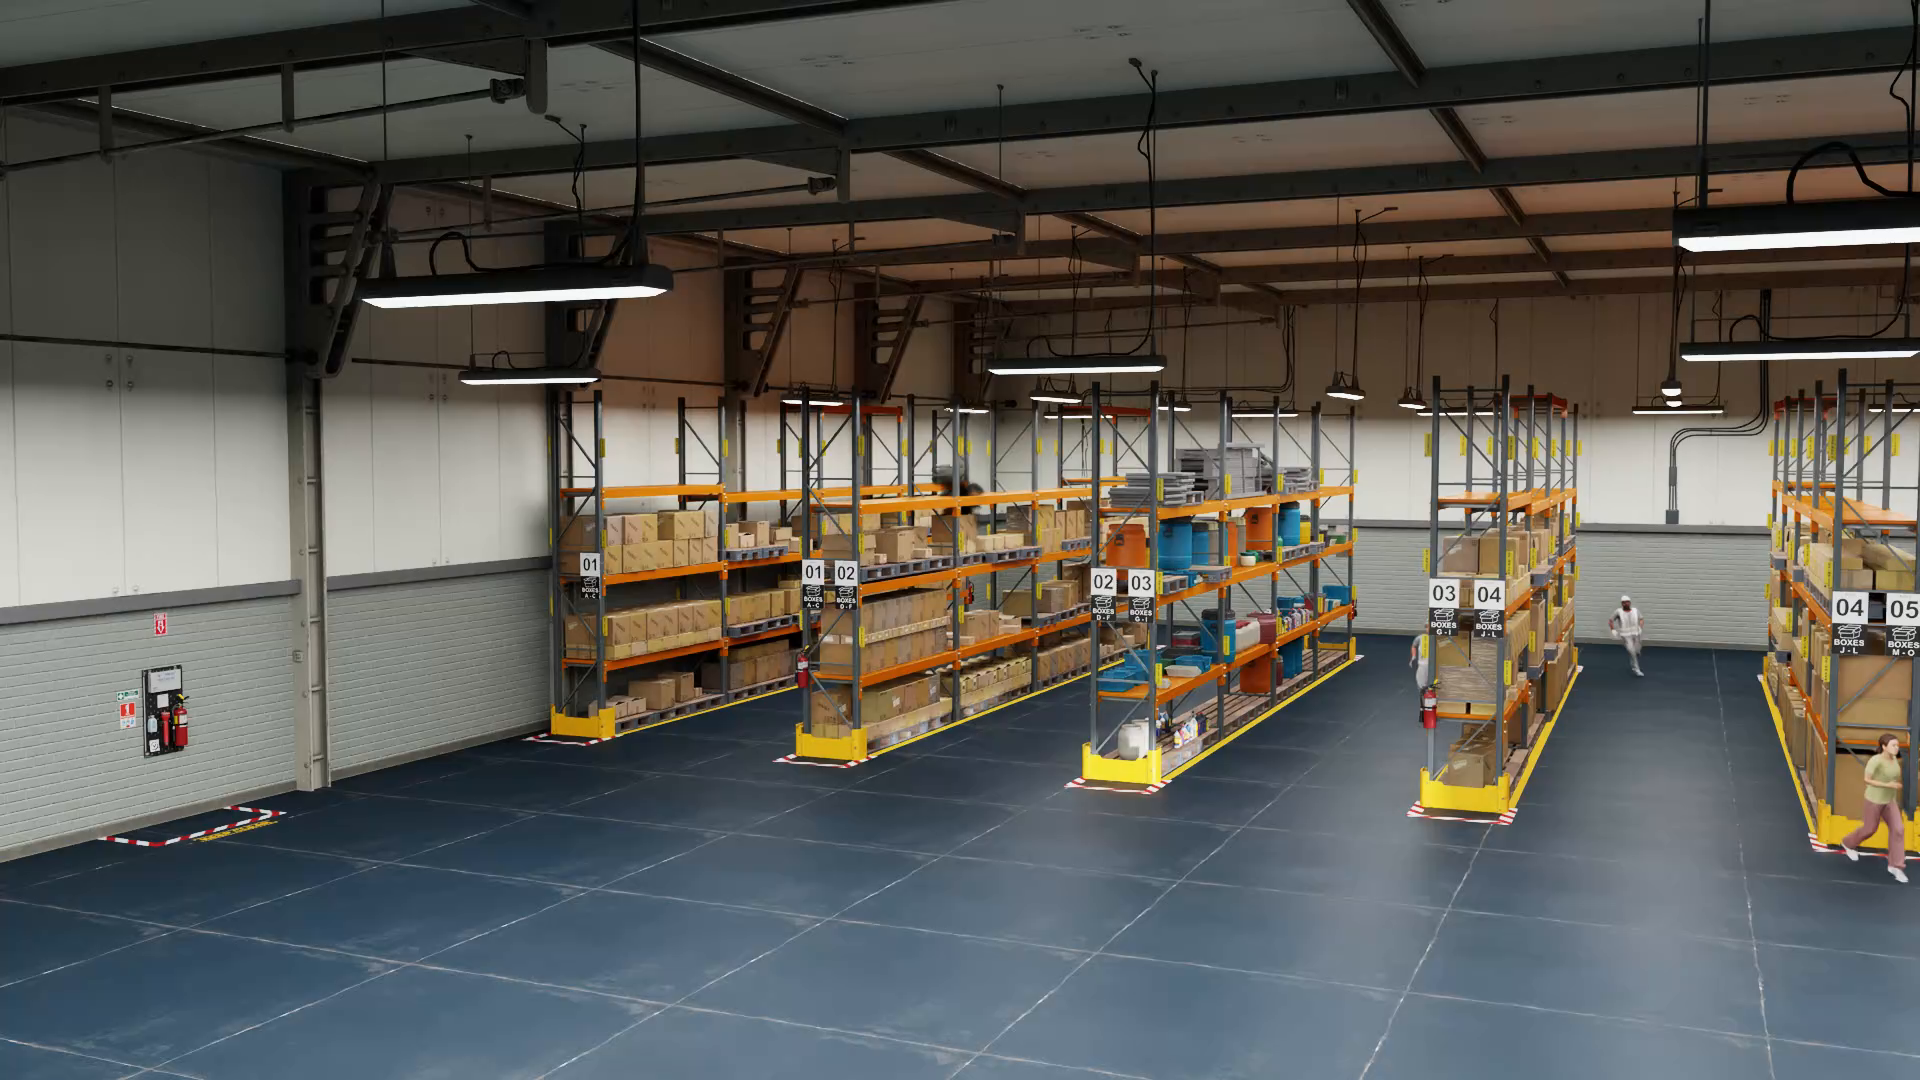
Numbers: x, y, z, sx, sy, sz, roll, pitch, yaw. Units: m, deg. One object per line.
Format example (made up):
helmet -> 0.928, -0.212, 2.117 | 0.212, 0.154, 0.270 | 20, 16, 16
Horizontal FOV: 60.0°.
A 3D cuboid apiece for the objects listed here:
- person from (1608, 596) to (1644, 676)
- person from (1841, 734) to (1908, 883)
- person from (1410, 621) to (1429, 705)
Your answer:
person -> 14.696, 2.098, 36.631 | 0.740, 1.751, 0.854 | 0, 3, 4
person -> 10.801, 3.102, 19.590 | 0.606, 1.694, 0.961 | -1, 3, -19
person -> 8.825, 2.383, 31.380 | 0.664, 1.739, 0.603 | 1, 3, 21
